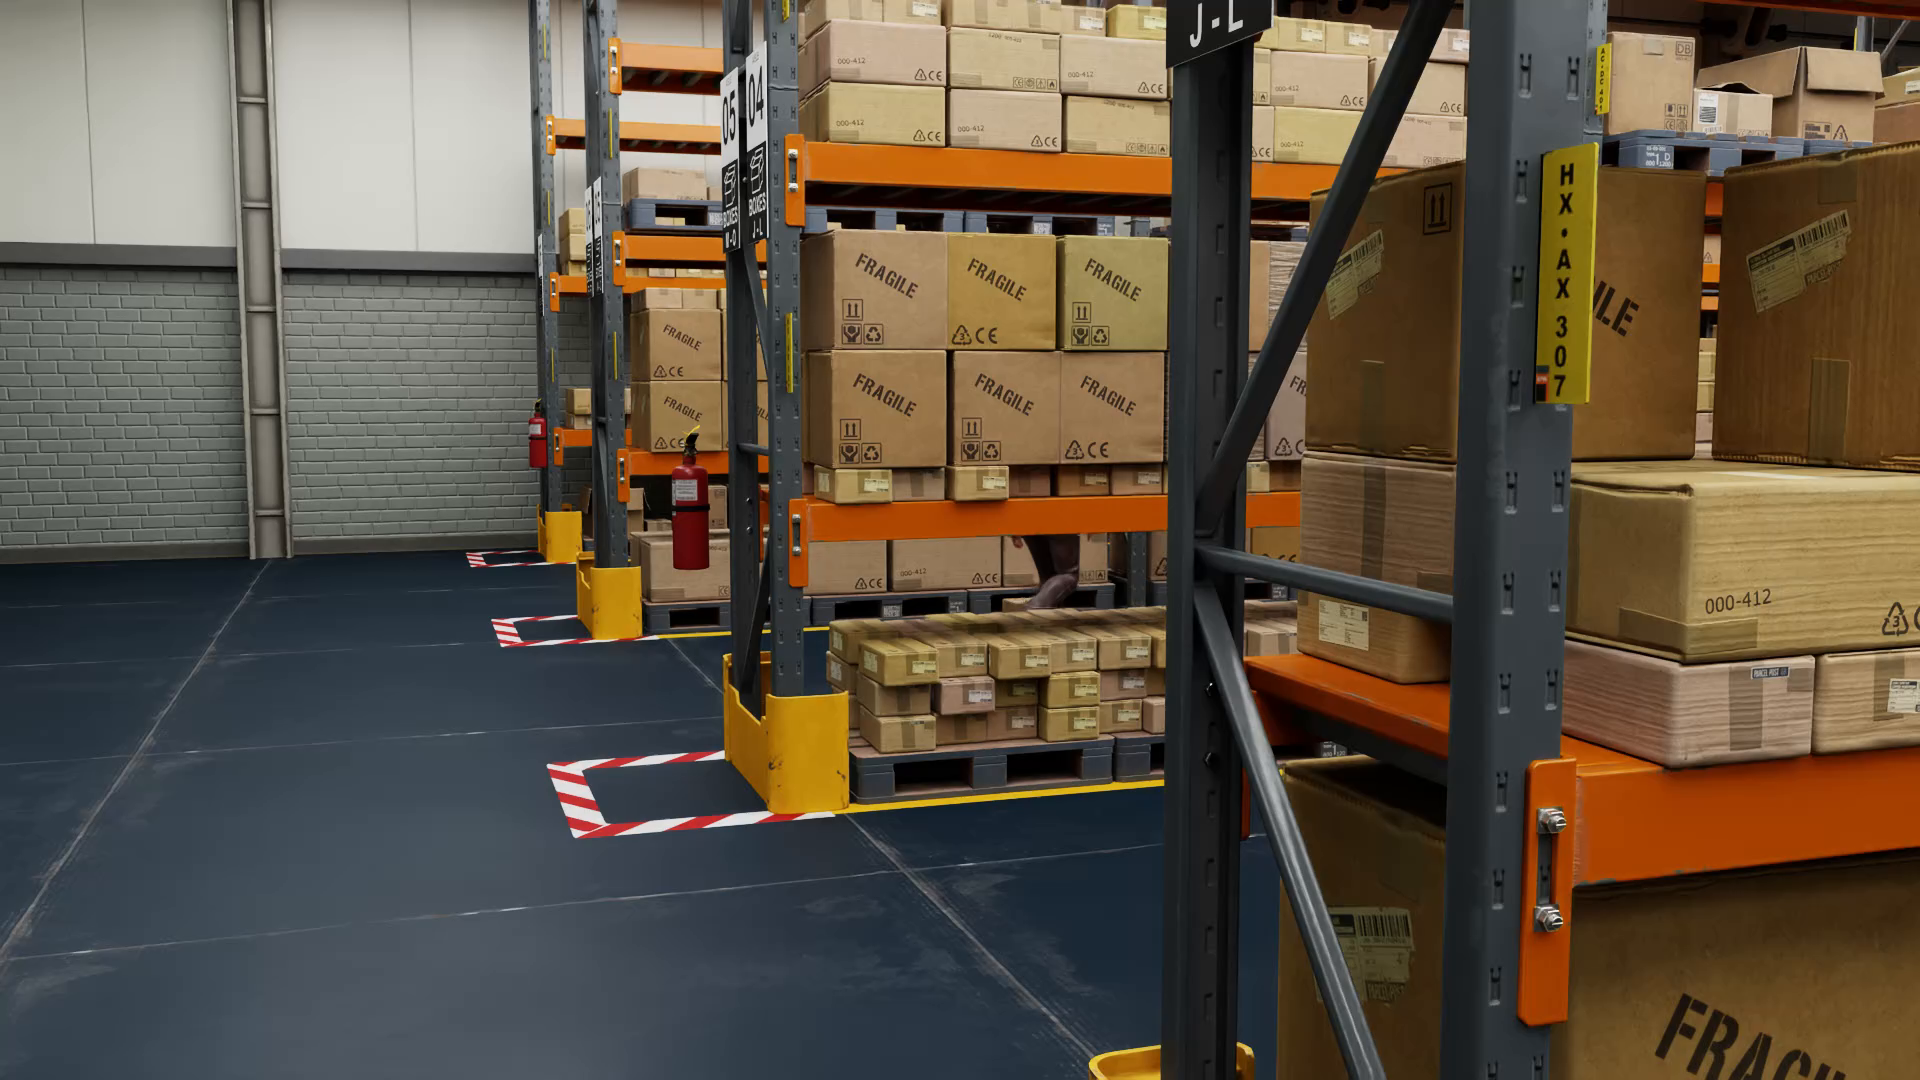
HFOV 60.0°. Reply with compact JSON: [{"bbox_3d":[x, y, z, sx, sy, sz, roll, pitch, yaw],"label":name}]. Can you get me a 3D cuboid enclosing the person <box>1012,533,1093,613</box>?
[{"bbox_3d":[0.570,-0.112,11.066,0.602,1.710,0.821,4,7,33],"label":"person"}]
